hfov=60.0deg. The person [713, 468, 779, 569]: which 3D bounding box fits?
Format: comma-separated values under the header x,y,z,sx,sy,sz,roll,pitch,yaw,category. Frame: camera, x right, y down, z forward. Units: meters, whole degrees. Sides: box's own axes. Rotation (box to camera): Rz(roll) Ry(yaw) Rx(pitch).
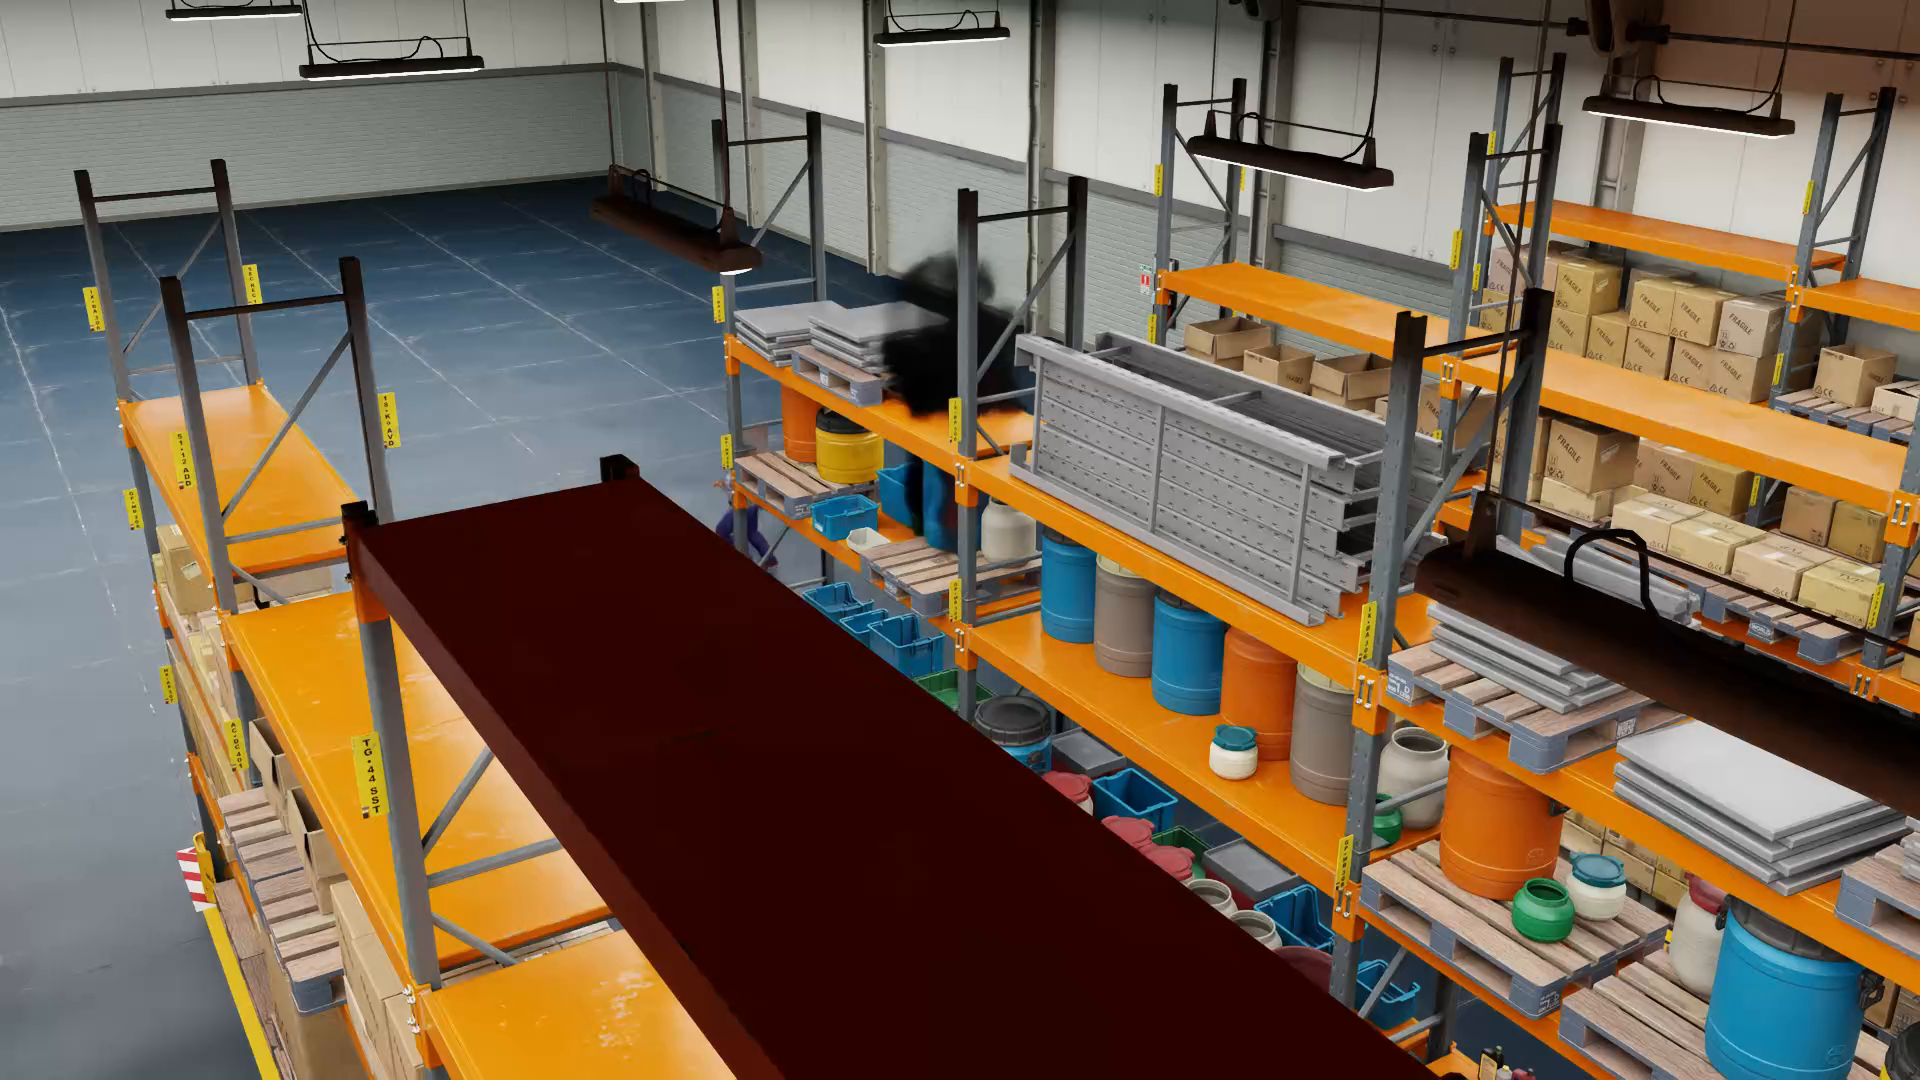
x,y,z,sx,sy,sz,roll,pitch,yaw,category
-2.599,-0.347,20.132,0.753,1.644,0.586,0,22,-1,person
